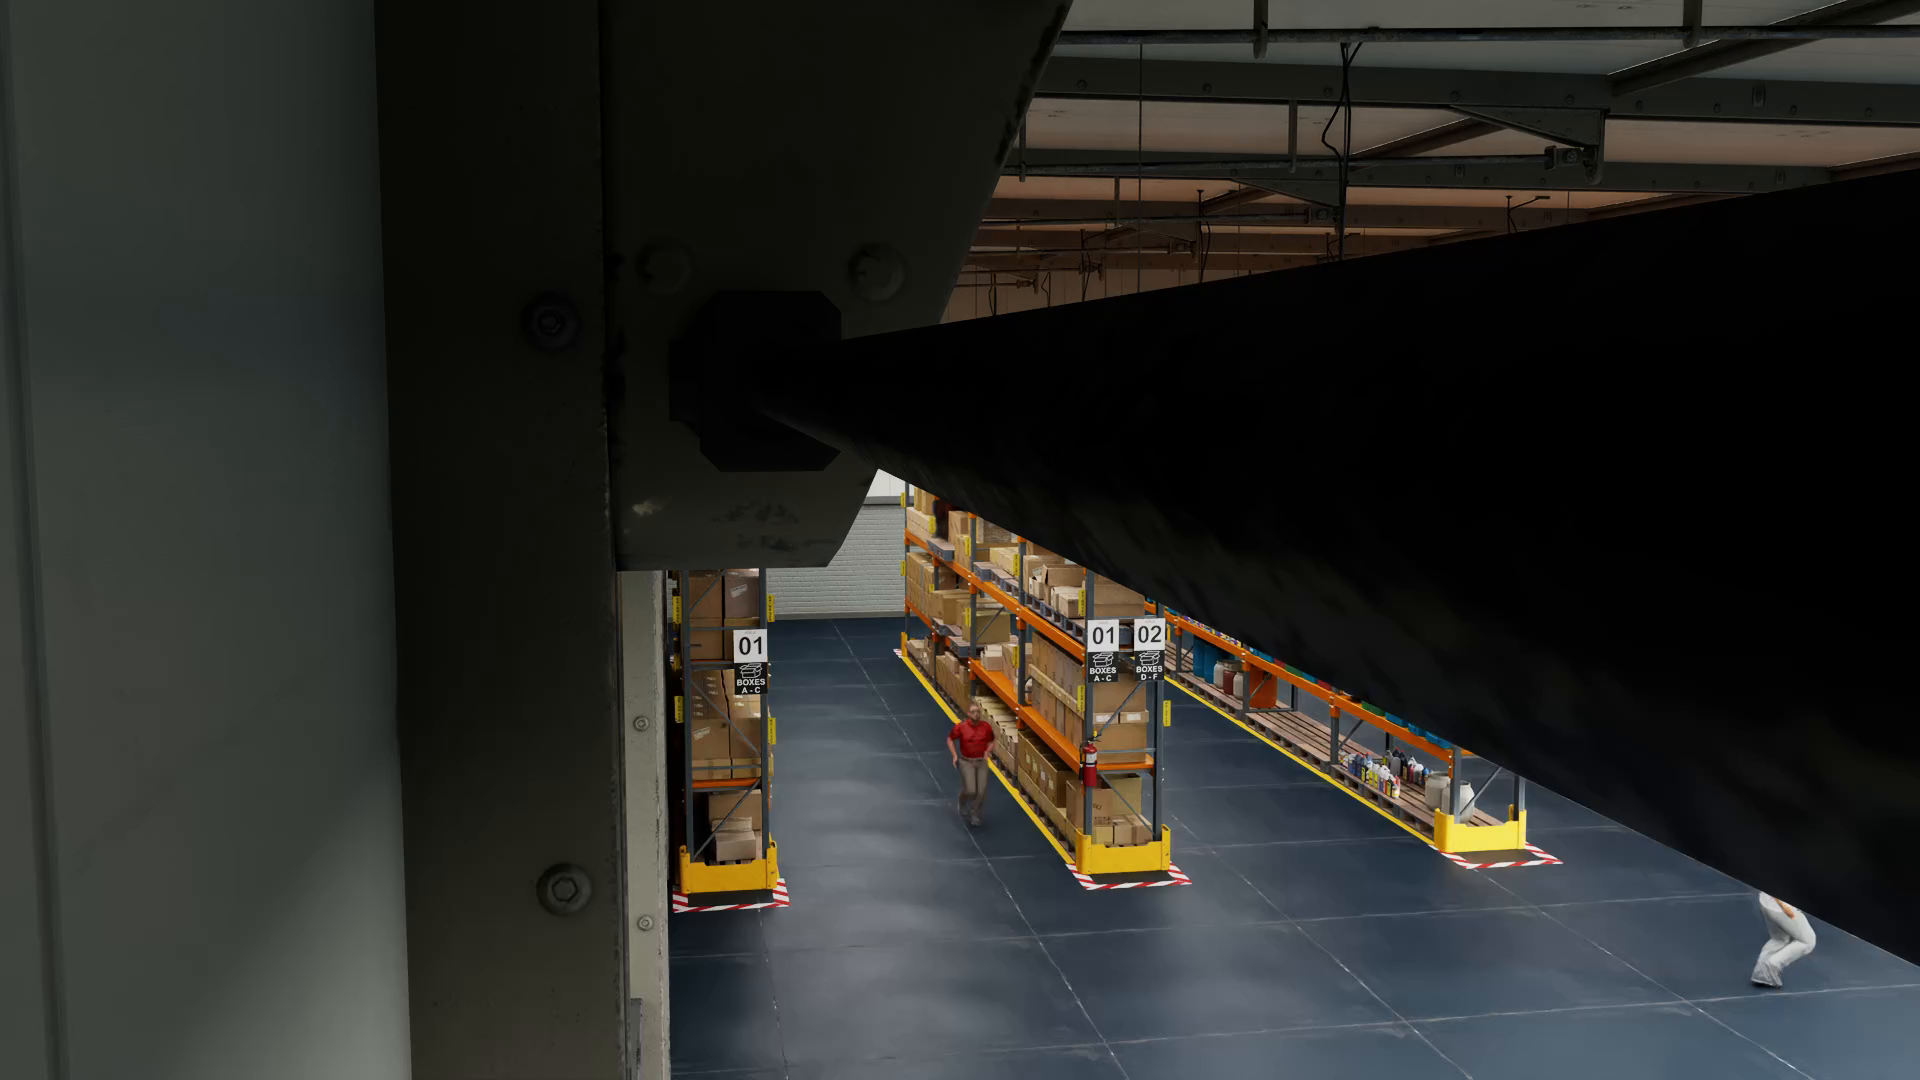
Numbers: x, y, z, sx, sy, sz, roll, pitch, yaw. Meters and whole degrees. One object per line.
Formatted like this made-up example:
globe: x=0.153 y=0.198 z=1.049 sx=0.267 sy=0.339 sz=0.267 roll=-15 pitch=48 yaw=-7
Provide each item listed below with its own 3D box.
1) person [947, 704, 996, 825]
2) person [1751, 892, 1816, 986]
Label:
person: x=0.198 y=3.114 z=22.991 sx=0.657 sy=1.686 sz=0.574 roll=-2 pitch=6 yaw=-15
person: x=8.421 y=3.762 z=16.945 sx=0.583 sy=1.629 sz=0.592 roll=1 pitch=6 yaw=8
